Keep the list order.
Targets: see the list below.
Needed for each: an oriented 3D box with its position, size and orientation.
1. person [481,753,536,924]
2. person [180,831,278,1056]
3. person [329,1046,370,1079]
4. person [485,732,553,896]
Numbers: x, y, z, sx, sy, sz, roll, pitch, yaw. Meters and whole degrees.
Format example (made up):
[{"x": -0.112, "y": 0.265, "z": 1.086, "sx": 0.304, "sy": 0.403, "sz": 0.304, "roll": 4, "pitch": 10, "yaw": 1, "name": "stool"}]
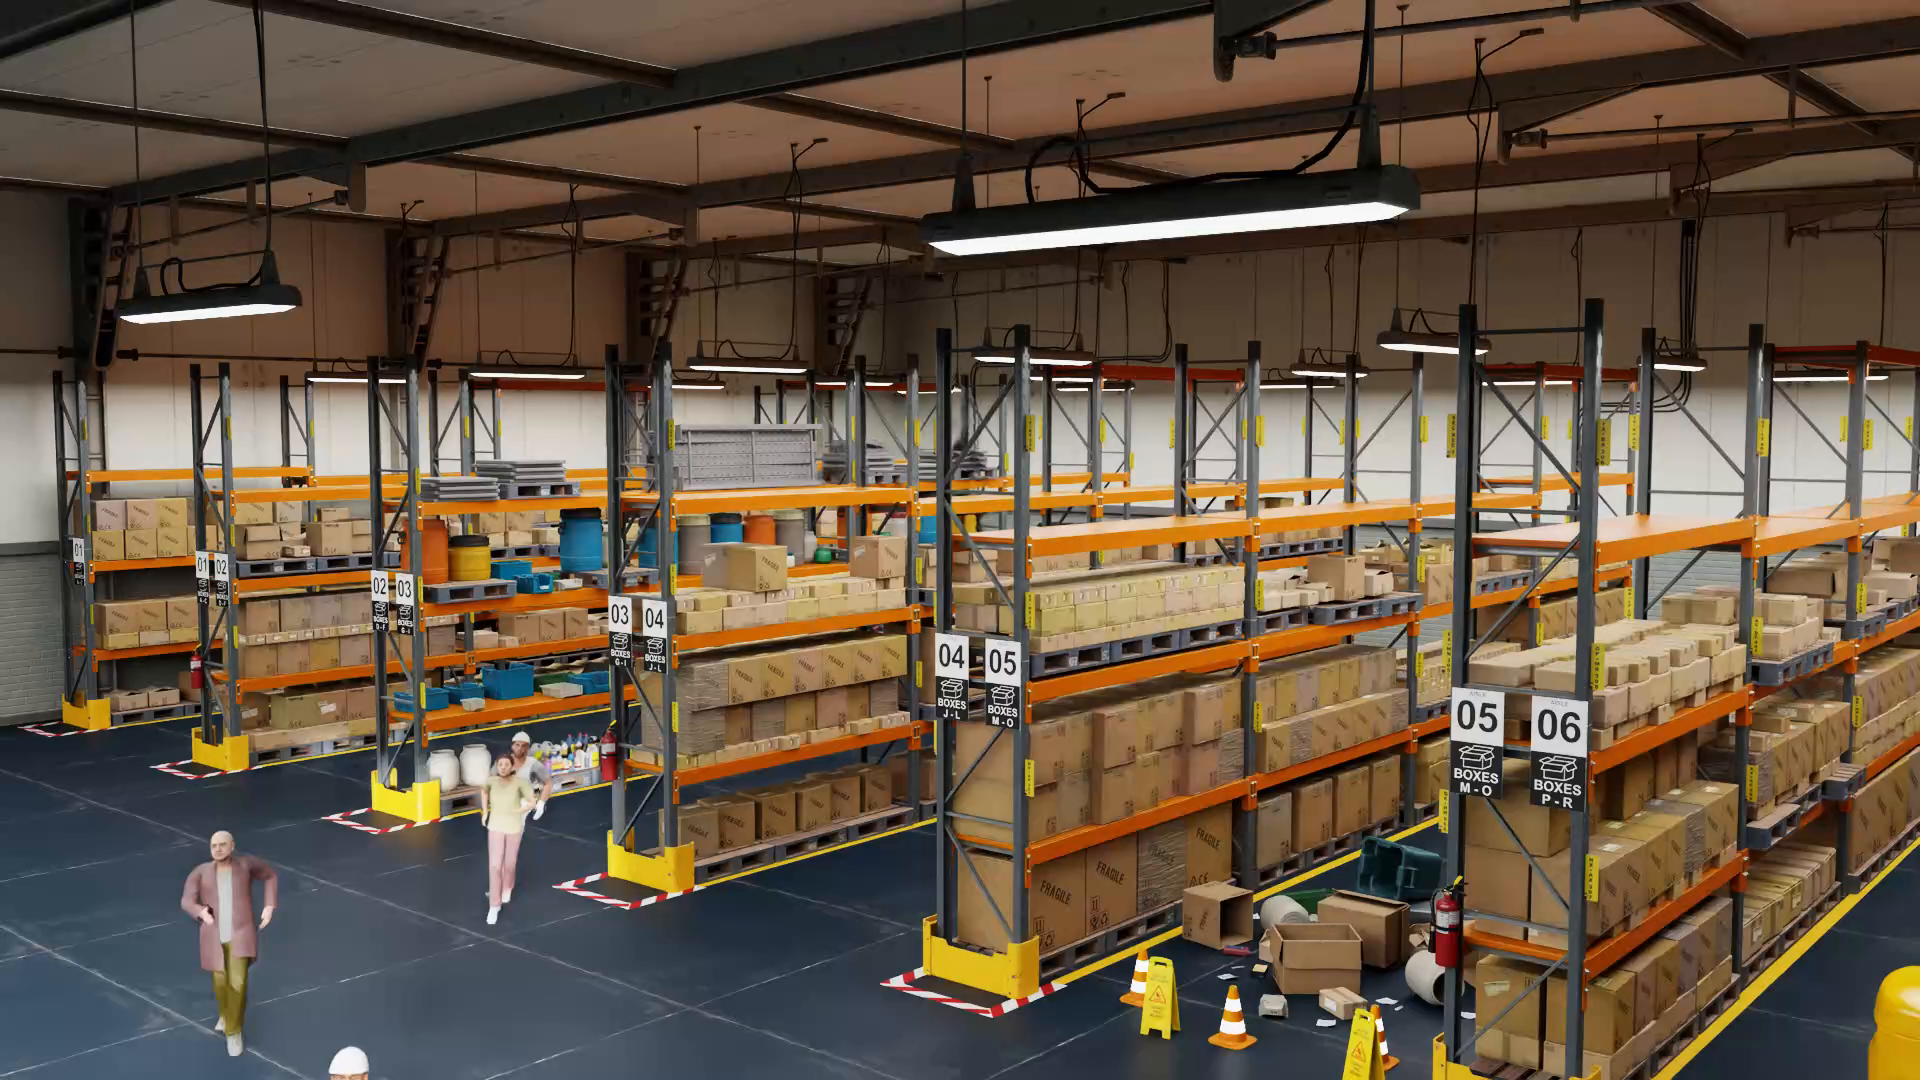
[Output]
[{"x": -4.723, "y": 3.071, "z": 17.417, "sx": 0.575, "sy": 1.680, "sz": 0.850, "roll": -1, "pitch": 4, "yaw": -11, "name": "person"}, {"x": -6.050, "y": 3.310, "z": 13.781, "sx": 0.723, "sy": 1.820, "sz": 0.826, "roll": -1, "pitch": 4, "yaw": -14, "name": "person"}, {"x": -3.342, "y": 3.633, "z": 9.051, "sx": 0.695, "sy": 1.747, "sz": 0.666, "roll": -1, "pitch": 4, "yaw": -18, "name": "person"}, {"x": -4.857, "y": 2.968, "z": 18.282, "sx": 0.722, "sy": 1.750, "sz": 0.804, "roll": 0, "pitch": 4, "yaw": 3, "name": "person"}]
